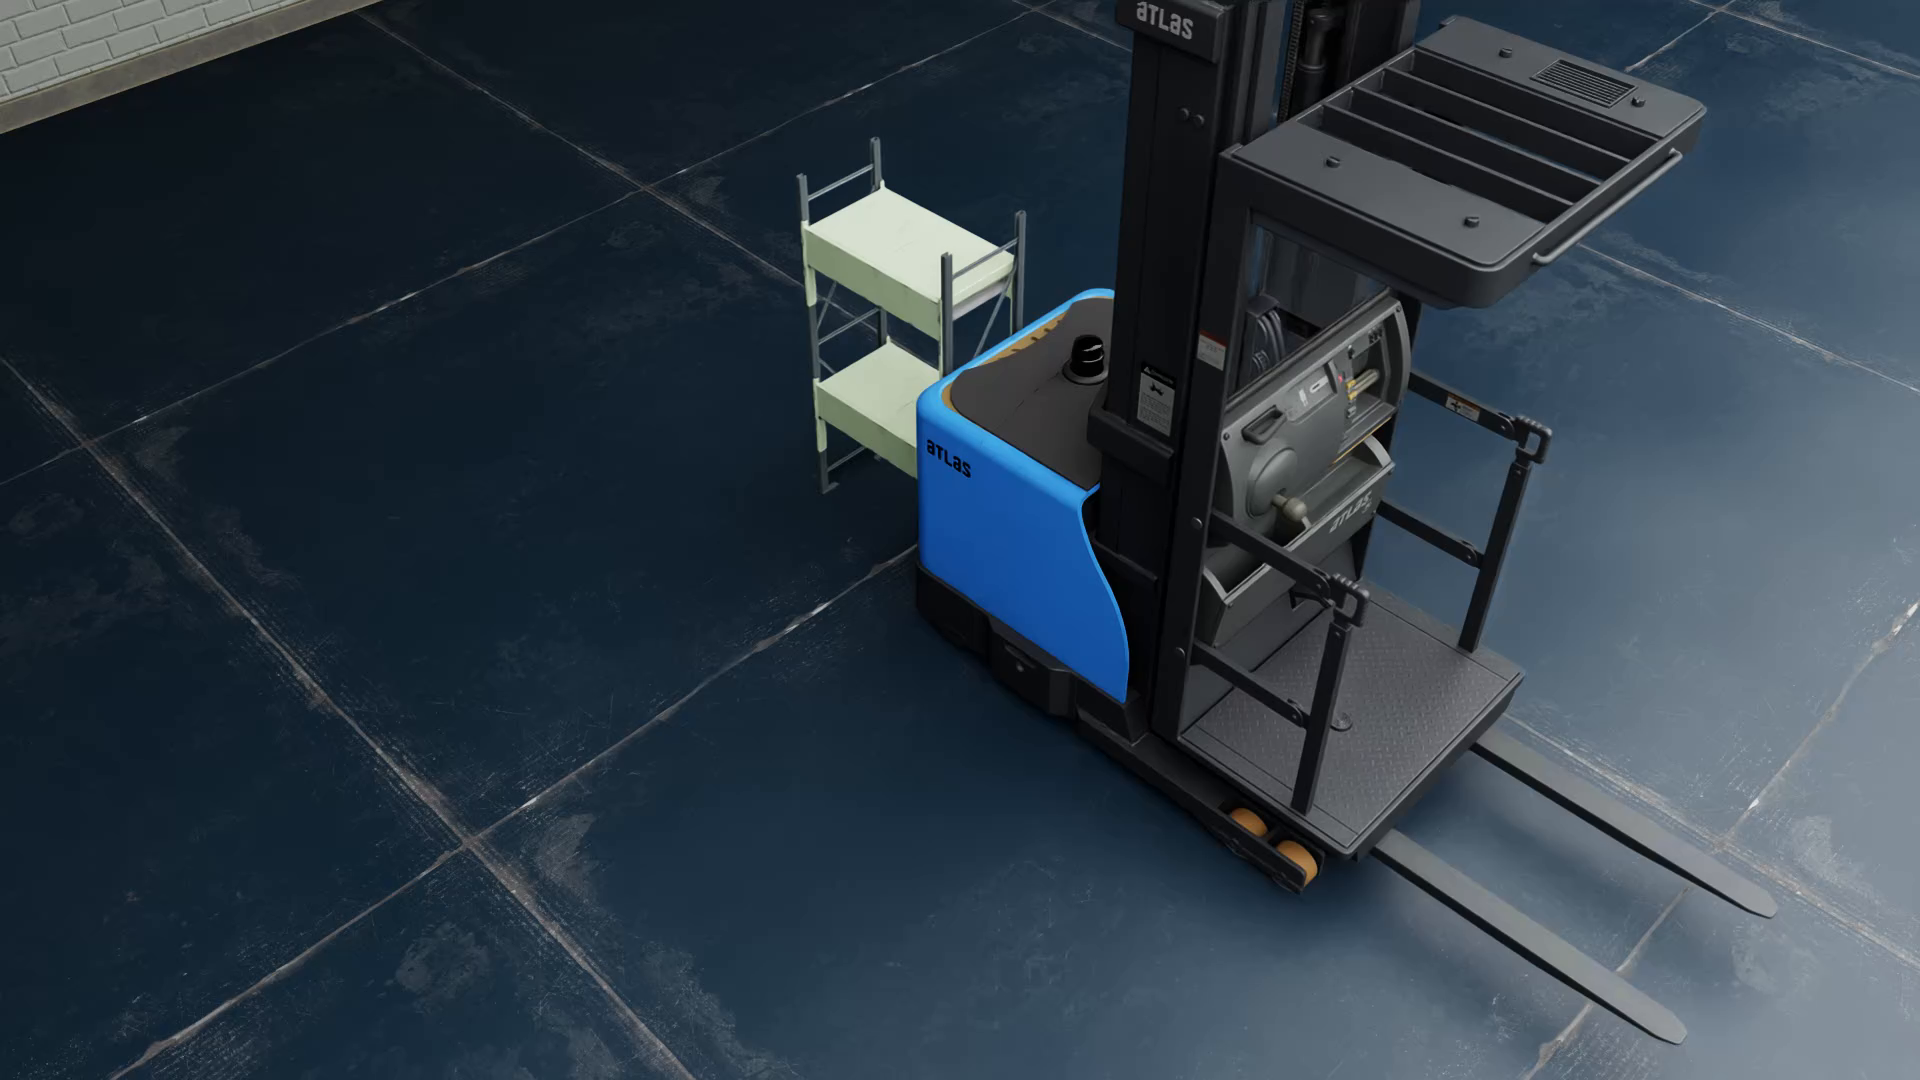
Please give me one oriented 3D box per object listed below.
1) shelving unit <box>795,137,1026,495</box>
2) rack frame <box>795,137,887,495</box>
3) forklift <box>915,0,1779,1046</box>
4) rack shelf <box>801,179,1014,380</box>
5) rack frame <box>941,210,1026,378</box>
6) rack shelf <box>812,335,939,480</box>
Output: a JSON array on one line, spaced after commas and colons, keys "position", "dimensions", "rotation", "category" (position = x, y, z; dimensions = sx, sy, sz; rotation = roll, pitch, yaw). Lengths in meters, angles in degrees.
[{"position": [-0.180, -0.668, 6.368], "dimensions": [0.755, 1.500, 0.431], "rotation": [33, 52, 31], "category": "shelving unit"}, {"position": [-0.442, -0.841, 6.555], "dimensions": [0.023, 1.500, 0.400], "rotation": [33, 52, 31], "category": "rack frame"}, {"position": [1.239, -0.322, 4.939], "dimensions": [3.031, 2.935, 1.130], "rotation": [33, 52, 31], "category": "forklift"}, {"position": [-0.180, -0.954, 6.103], "dimensions": [0.720, 0.370, 0.431], "rotation": [33, 52, 31], "category": "rack shelf"}, {"position": [0.083, -0.495, 6.180], "dimensions": [0.023, 1.500, 0.400], "rotation": [33, 52, 31], "category": "rack frame"}, {"position": [-0.180, -0.428, 6.589], "dimensions": [0.720, 0.370, 0.431], "rotation": [33, 52, 31], "category": "rack shelf"}]
